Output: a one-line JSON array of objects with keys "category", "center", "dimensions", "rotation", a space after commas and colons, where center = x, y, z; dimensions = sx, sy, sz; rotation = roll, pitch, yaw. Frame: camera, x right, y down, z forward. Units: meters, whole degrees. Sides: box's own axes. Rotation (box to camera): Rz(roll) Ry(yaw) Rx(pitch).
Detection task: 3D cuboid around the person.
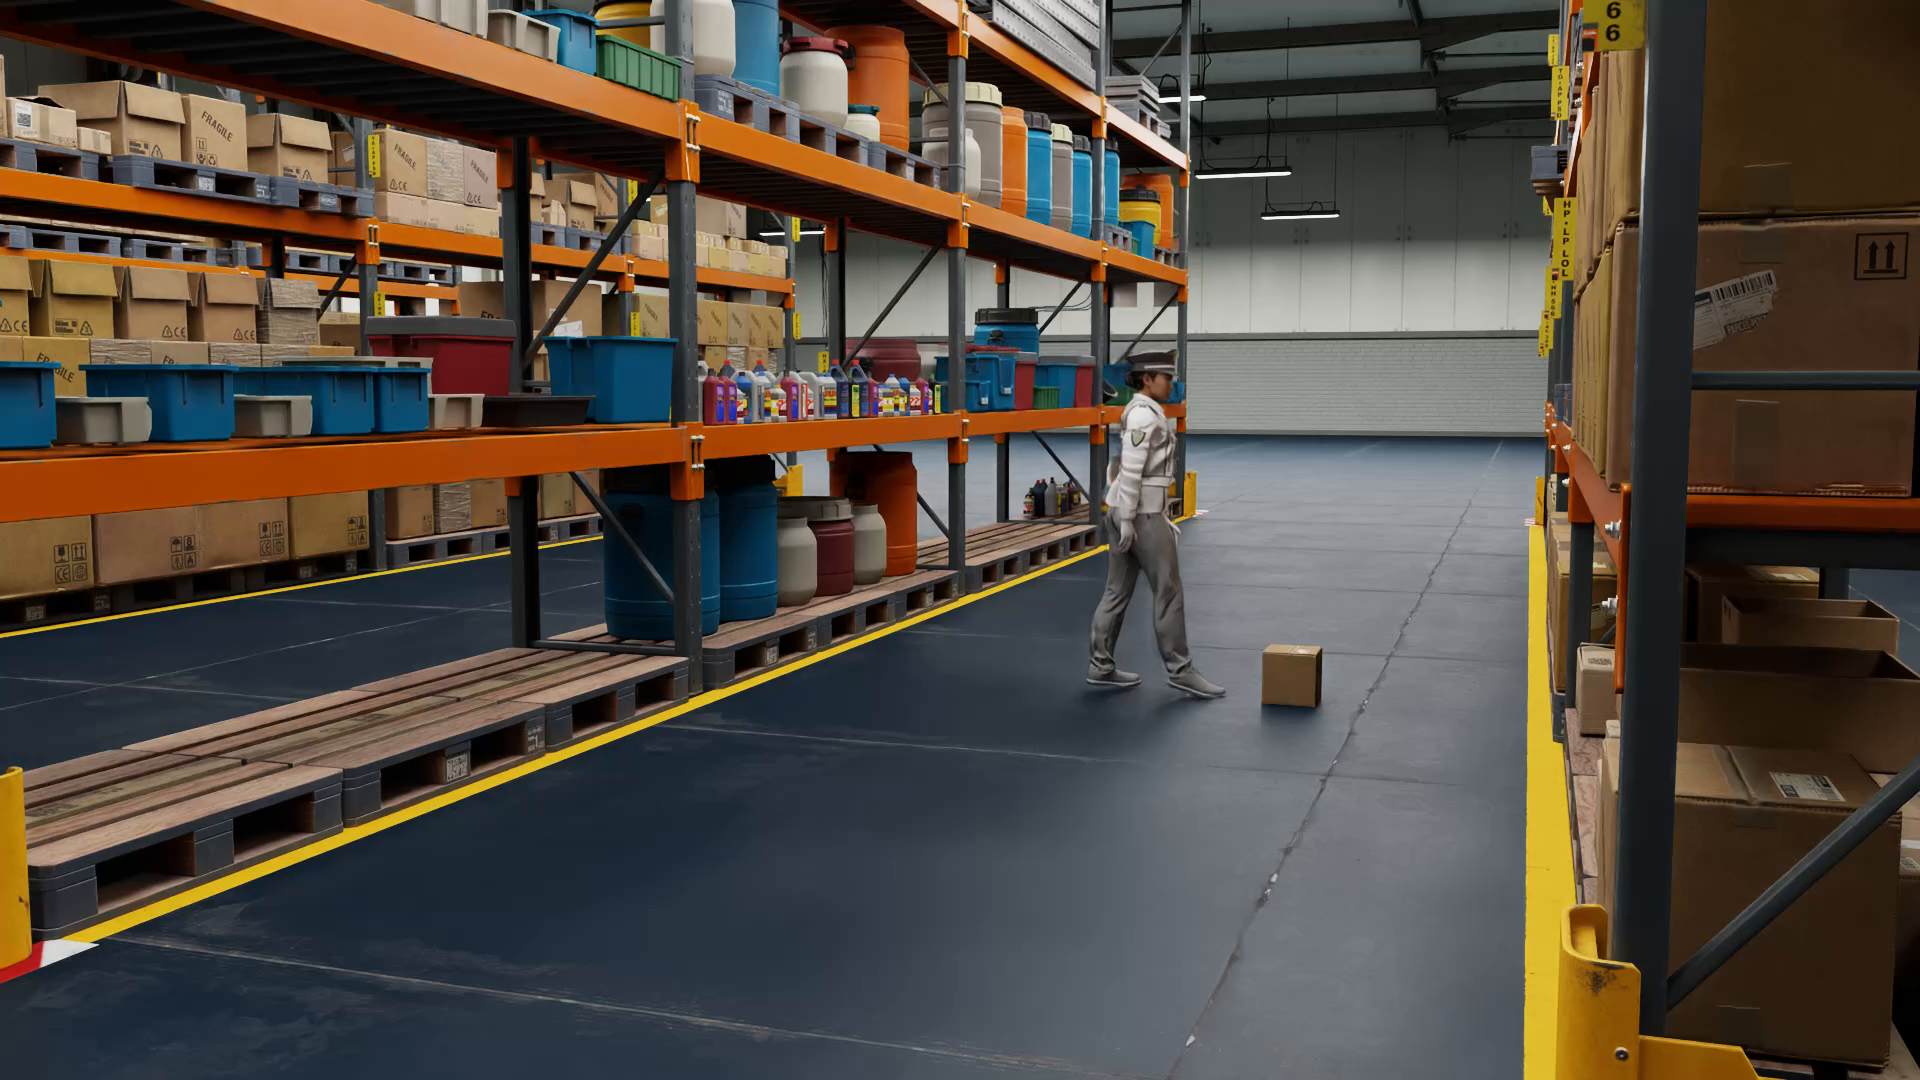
[{"category": "person", "center": [0.947, -0.083, 8.082], "dimensions": [0.656, 1.679, 0.496], "rotation": [-1, 5, -6]}]
